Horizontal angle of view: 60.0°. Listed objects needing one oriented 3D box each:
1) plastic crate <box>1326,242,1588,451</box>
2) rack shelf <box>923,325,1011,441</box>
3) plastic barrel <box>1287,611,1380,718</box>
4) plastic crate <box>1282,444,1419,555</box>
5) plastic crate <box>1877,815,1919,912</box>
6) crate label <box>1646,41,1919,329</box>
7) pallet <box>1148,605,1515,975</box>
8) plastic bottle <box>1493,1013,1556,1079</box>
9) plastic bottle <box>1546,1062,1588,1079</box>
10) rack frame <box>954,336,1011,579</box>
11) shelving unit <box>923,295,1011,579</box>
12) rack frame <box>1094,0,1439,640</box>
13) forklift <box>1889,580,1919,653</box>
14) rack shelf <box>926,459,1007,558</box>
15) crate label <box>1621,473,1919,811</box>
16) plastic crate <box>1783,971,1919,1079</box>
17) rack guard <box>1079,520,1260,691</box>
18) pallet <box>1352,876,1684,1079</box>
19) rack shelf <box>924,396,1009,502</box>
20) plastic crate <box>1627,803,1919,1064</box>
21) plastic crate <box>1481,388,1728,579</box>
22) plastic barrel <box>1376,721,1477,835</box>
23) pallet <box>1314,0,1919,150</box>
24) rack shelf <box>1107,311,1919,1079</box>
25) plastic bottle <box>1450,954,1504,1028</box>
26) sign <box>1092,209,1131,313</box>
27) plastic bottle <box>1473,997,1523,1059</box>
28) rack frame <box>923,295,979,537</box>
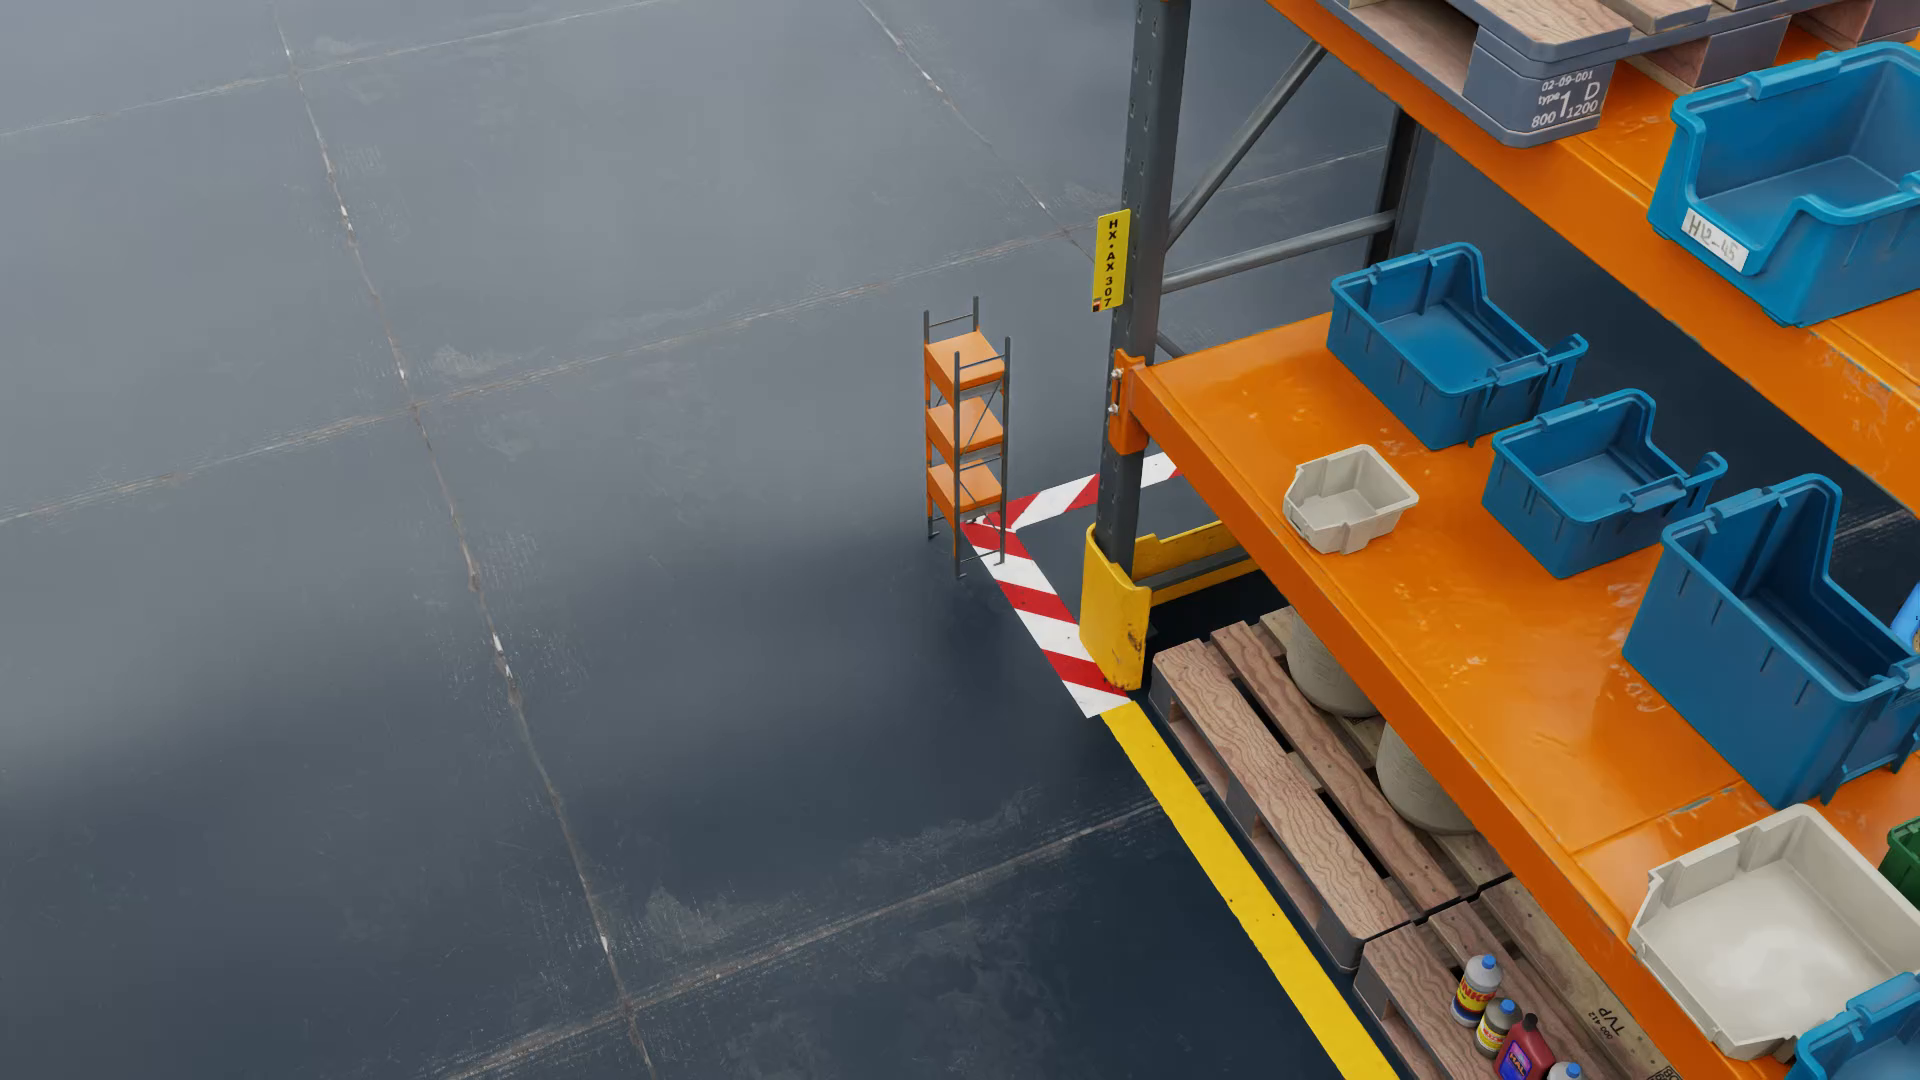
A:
[{"bbox_3d":[1.411,-0.567,4.795,0.499,0.251,0.616,-18,47,-17],"label":"plastic crate"},{"bbox_3d":[0.022,-0.534,5.655,0.215,0.259,0.240,-18,47,-17],"label":"rack shelf"},{"bbox_3d":[1.275,0.283,5.300,0.421,0.512,0.421,0,45,0],"label":"plastic barrel"},{"bbox_3d":[1.013,-0.091,4.394,0.298,0.136,0.250,-18,47,-17],"label":"plastic crate"},{"bbox_3d":[2.296,0.826,3.428,0.450,0.188,0.662,-18,47,-17],"label":"plastic crate"},{"bbox_3d":[1.416,-0.575,2.667,0.502,0.251,0.408,-18,47,-17],"label":"crate label"},{"bbox_3d":[1.340,0.696,5.394,1.003,0.211,1.213,-18,47,-17],"label":"pallet"},{"bbox_3d":[1.487,1.357,4.360,0.061,0.283,0.133,-17,47,-17],"label":"plastic bottle"},{"bbox_3d":[1.553,1.430,4.294,0.097,0.271,0.097,0,45,0],"label":"plastic bottle"},{"bbox_3d":[0.073,-0.262,5.768,0.200,1.050,0.008,-18,47,-17],"label":"rack frame"},{"bbox_3d":[0.022,-0.340,5.847,0.215,1.050,0.252,-18,47,-17],"label":"shelving unit"},{"bbox_3d":[0.929,-0.850,4.976,1.000,3.000,0.127,-18,47,-17],"label":"rack frame"},{"bbox_3d":[3.880,0.454,3.703,3.031,2.935,1.130,32,53,28],"label":"forklift"},{"bbox_3d":[0.022,-0.134,6.049,0.215,0.259,0.240,-18,47,-17],"label":"rack shelf"},{"bbox_3d":[1.948,0.230,3.856,0.502,0.435,0.616,-18,47,-17],"label":"crate label"},{"bbox_3d":[1.899,1.127,3.078,0.499,0.251,0.616,-18,47,-17],"label":"plastic crate"},{"bbox_3d":[1.003,0.074,5.819,1.175,0.500,0.348,-18,47,-17],"label":"rack guard"},{"bbox_3d":[1.849,1.472,4.607,1.003,0.211,1.213,-18,47,-17],"label":"pallet"},{"bbox_3d":[0.022,-0.332,5.854,0.215,0.259,0.240,-18,47,-17],"label":"rack shelf"},{"bbox_3d":[1.698,0.833,3.458,0.530,0.136,0.437,-18,47,-17],"label":"plastic crate"},{"bbox_3d":[1.679,-0.151,4.374,0.499,0.251,0.408,-18,47,-17],"label":"plastic crate"},{"bbox_3d":[1.486,0.602,4.977,0.421,0.512,0.421,0,45,0],"label":"plastic barrel"},{"bbox_3d":[1.188,-1.295,3.425,1.003,0.211,1.213,-18,47,-17],"label":"pallet"},{"bbox_3d":[1.770,0.680,3.937,1.077,0.370,4.000,-18,47,-17],"label":"rack shelf"},{"bbox_3d":[1.408,1.212,4.516,0.097,0.271,0.097,0,45,0],"label":"plastic bottle"},{"bbox_3d":[0.428,-0.789,4.717,0.100,0.325,0.005,-18,47,-17],"label":"sign"},{"bbox_3d":[1.452,1.303,4.473,0.097,0.201,0.097,0,45,0],"label":"plastic bottle"},{"bbox_3d":[-0.029,-0.417,5.925,0.200,1.050,0.008,-18,47,-17],"label":"rack frame"}]
